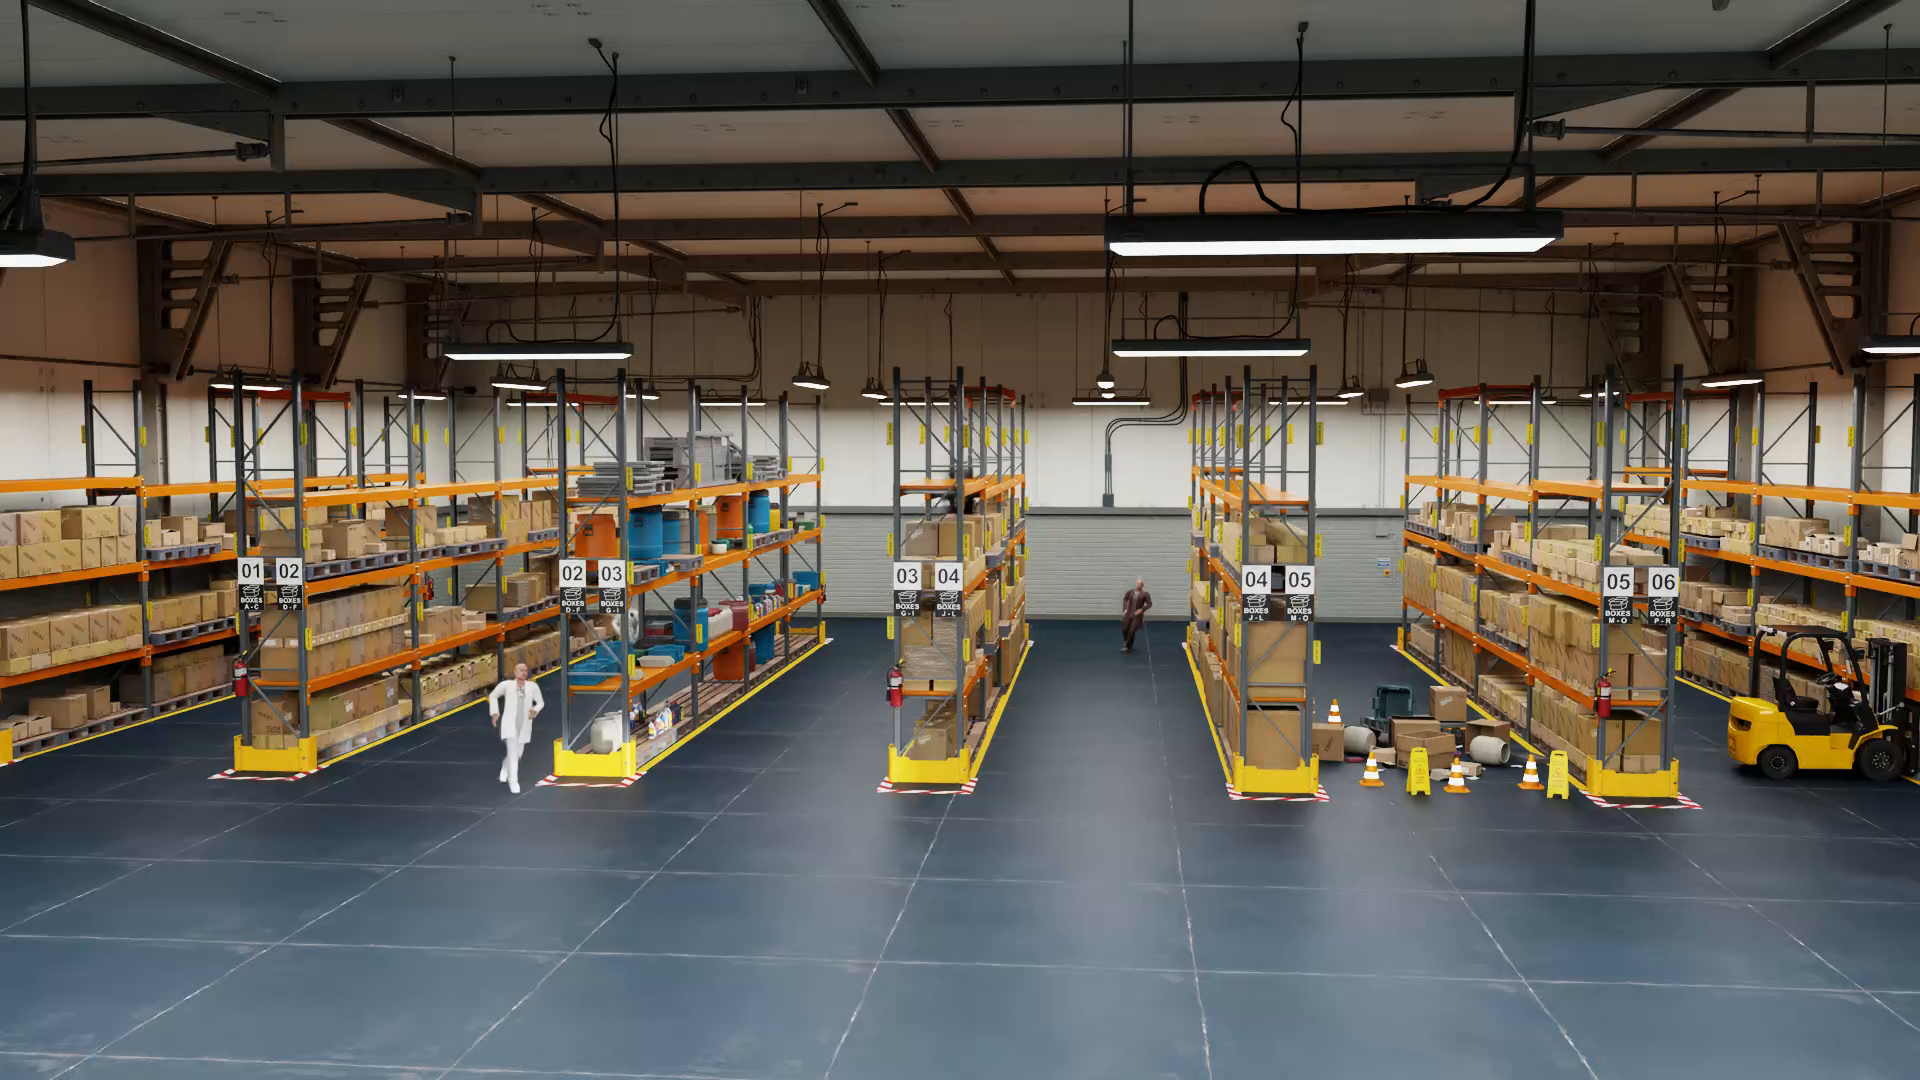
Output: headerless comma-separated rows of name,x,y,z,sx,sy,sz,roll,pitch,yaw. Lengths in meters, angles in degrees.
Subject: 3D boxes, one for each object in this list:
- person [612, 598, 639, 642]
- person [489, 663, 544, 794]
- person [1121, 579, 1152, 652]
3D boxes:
person,-6.984,2.006,34.814,0.618,1.655,0.552,0,4,0
person,-6.294,2.652,23.712,0.741,1.767,0.946,-2,4,-29
person,4.083,1.758,38.605,0.760,1.704,0.586,1,4,22
